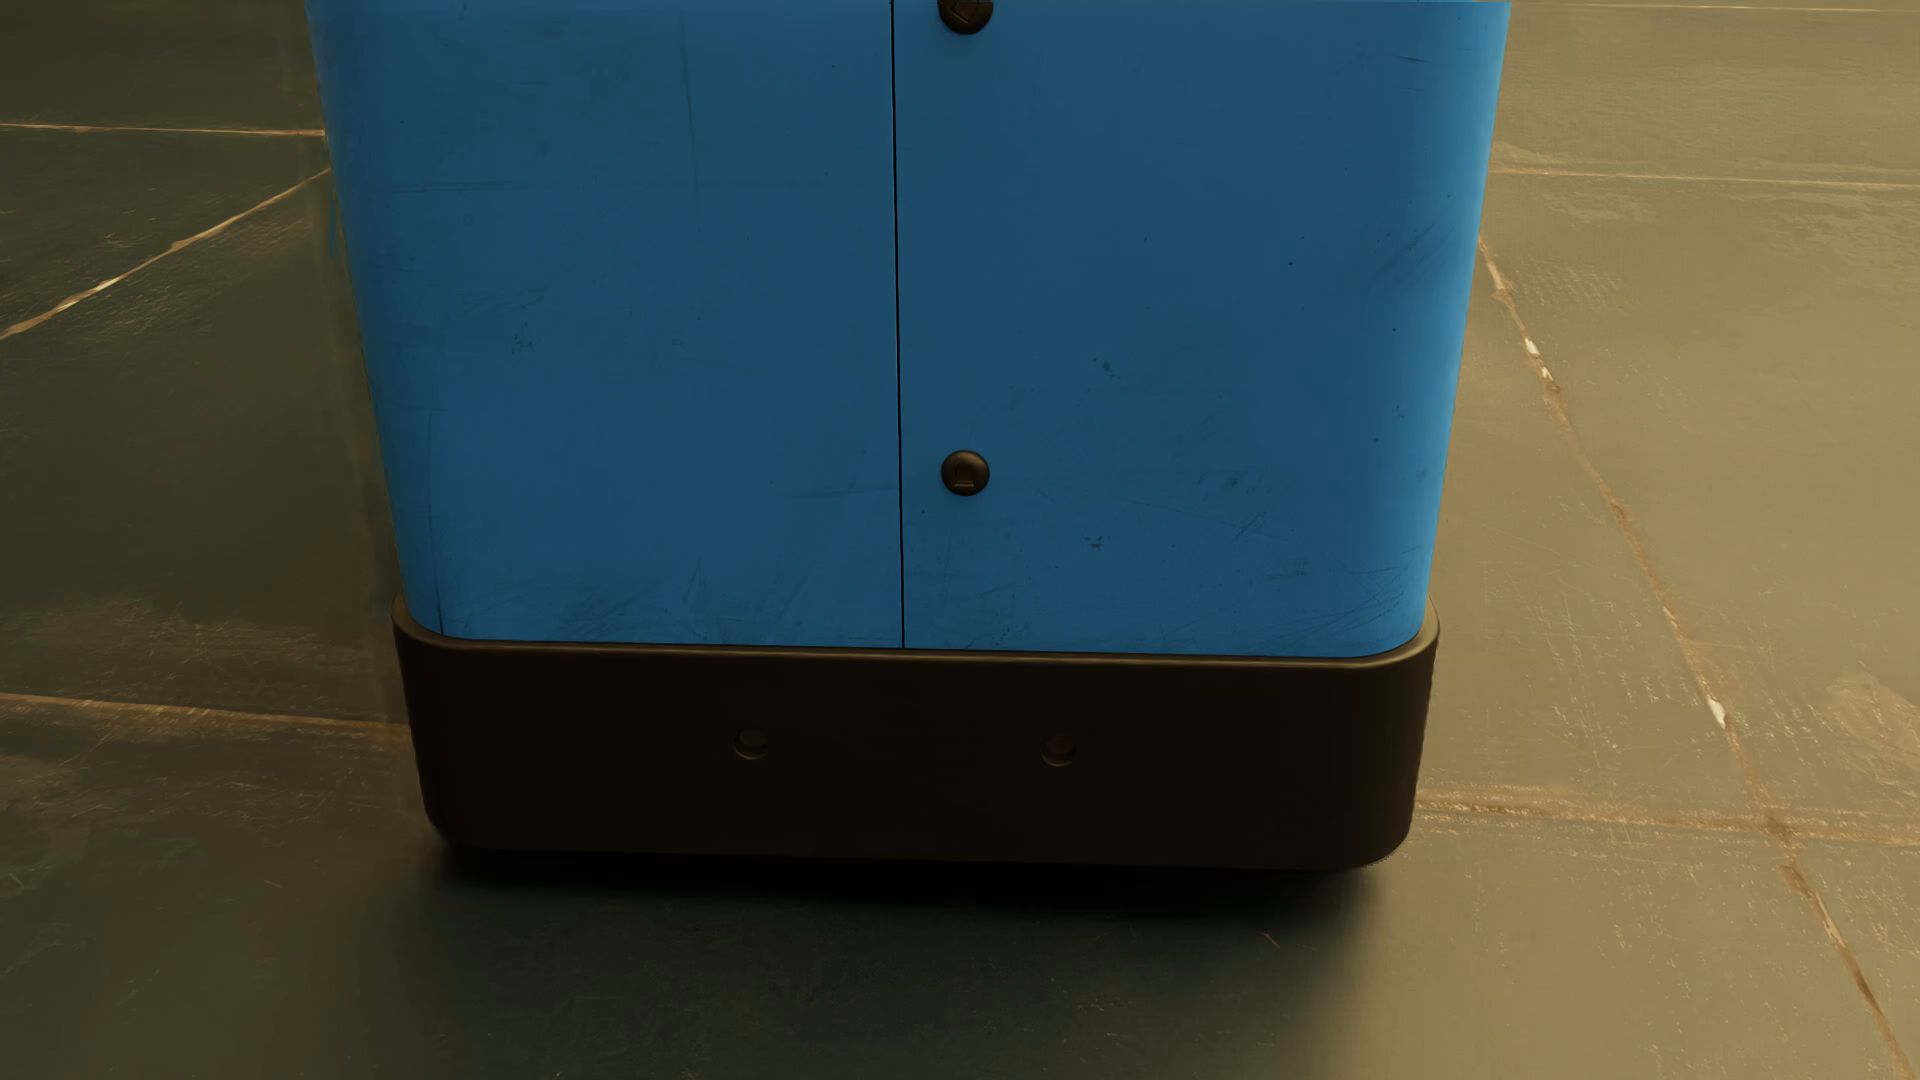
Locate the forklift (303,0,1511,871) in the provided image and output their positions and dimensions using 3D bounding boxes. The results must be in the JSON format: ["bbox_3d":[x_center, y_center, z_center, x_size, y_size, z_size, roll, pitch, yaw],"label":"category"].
[{"bbox_3d":[0.009,-1.597,2.419,1.130,2.935,3.031,1,27,2],"label":"forklift"}]
